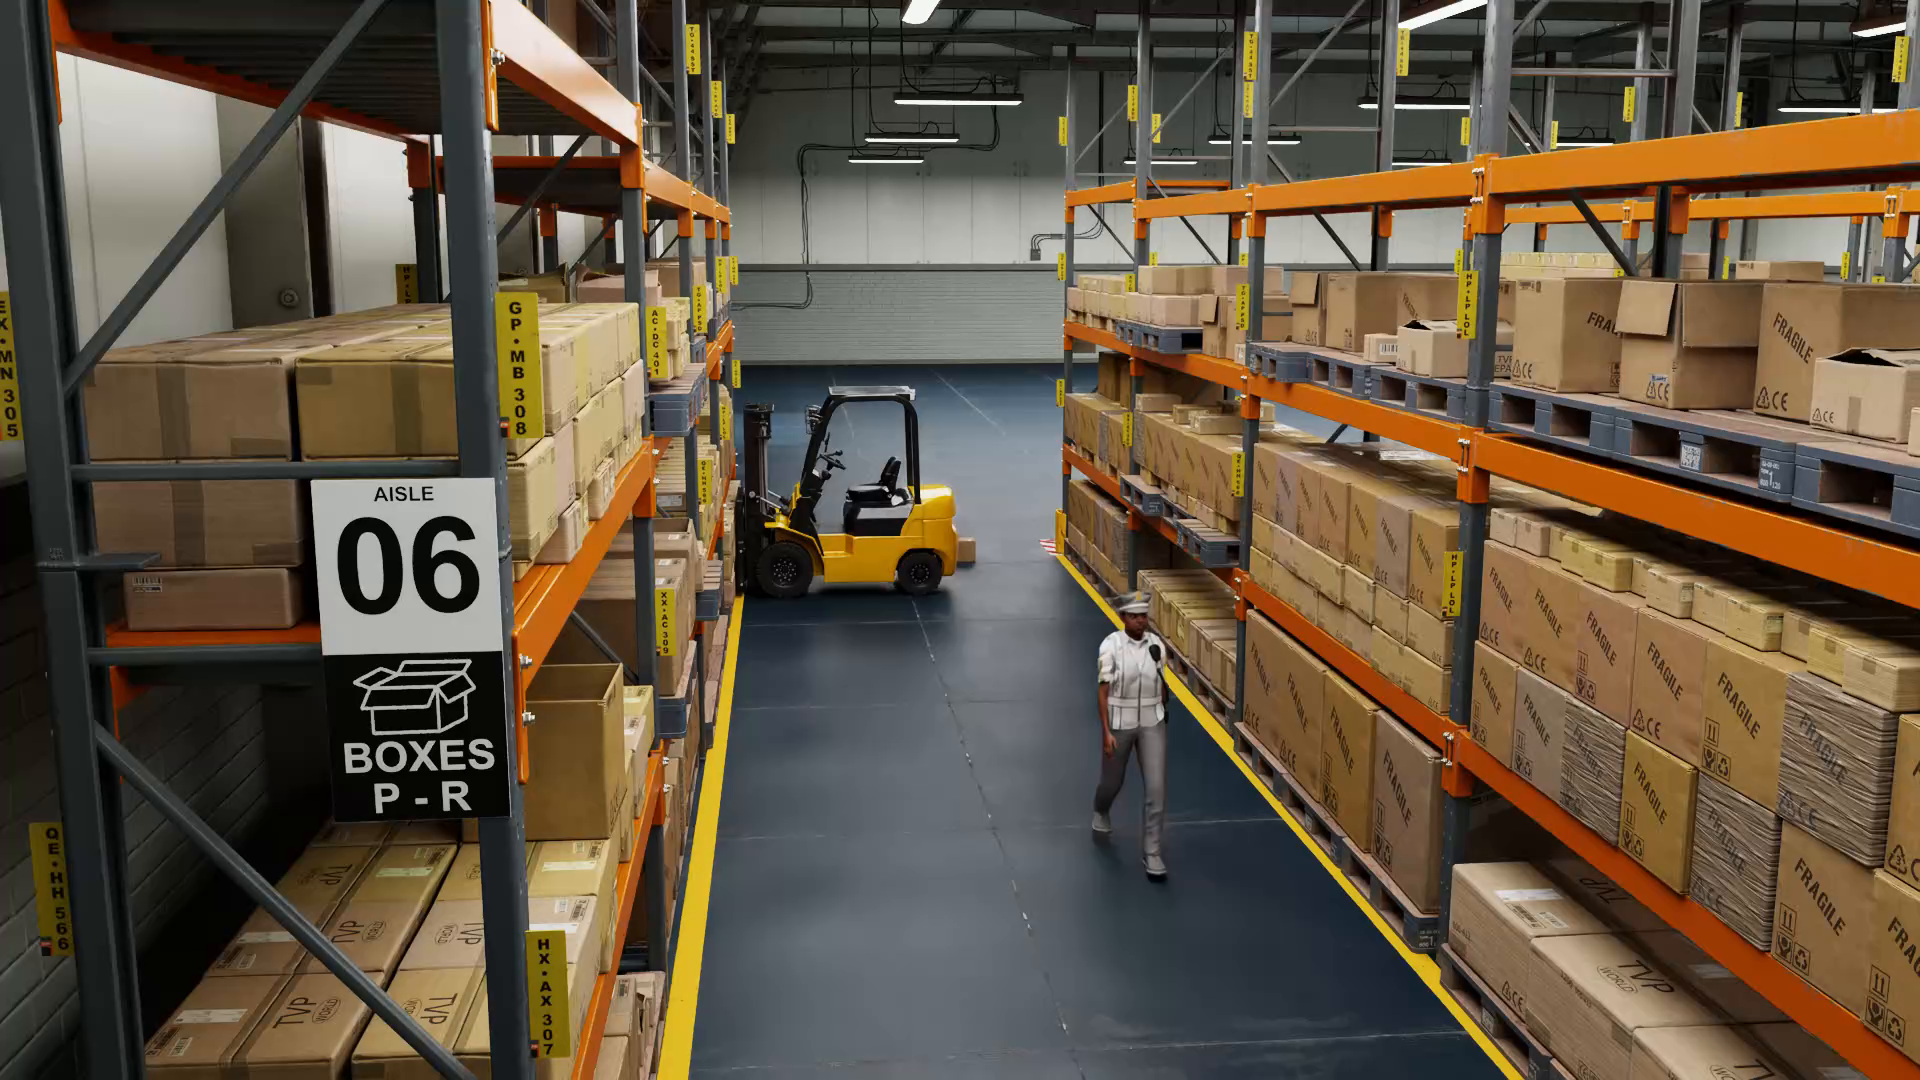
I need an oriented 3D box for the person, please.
[{"bbox_3d":[1.036,1.107,10.058,0.441,1.653,0.891,-1,10,-8],"label":"person"}]
